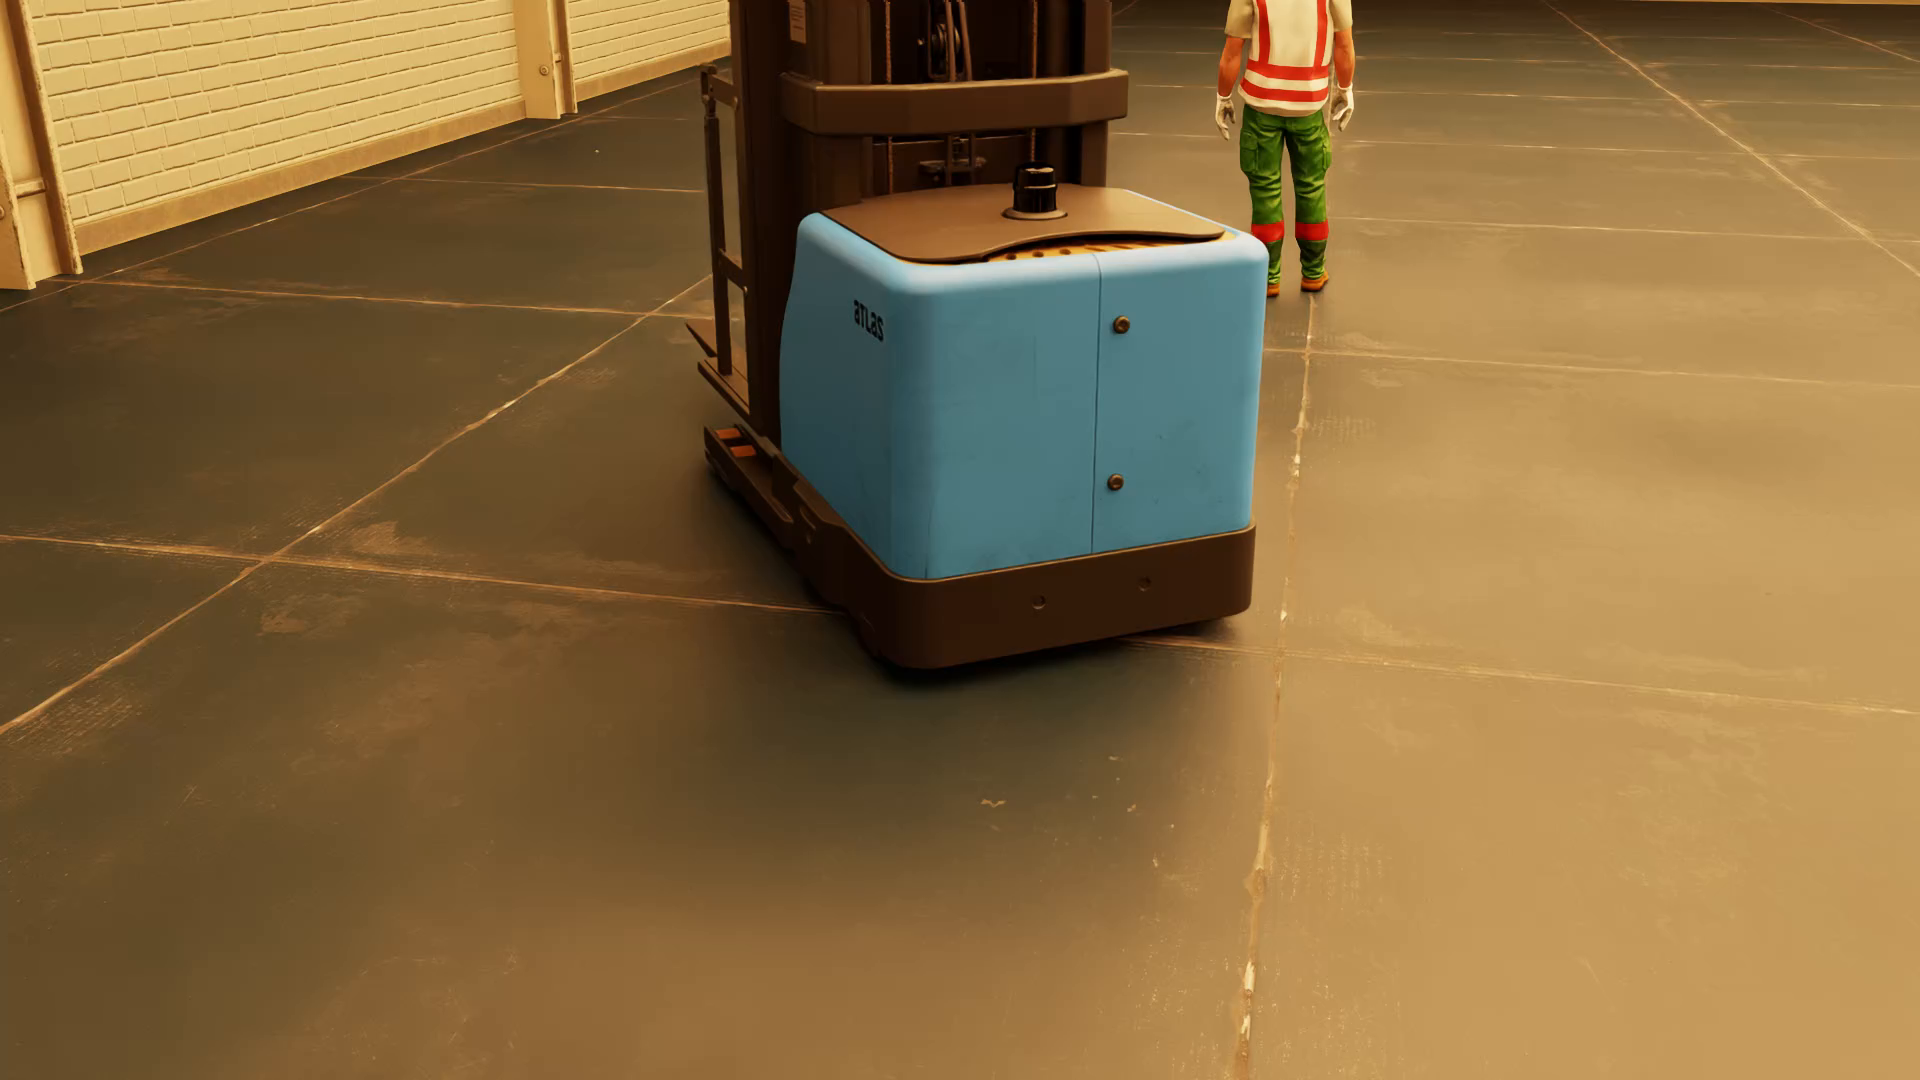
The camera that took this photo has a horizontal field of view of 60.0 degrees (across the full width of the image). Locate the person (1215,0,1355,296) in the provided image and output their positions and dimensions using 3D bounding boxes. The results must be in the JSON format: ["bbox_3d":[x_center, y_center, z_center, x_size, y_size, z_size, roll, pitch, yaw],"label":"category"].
[{"bbox_3d":[1.515,-2.052,7.793,0.638,1.787,0.564,1,22,4],"label":"person"}]

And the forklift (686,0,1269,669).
[{"bbox_3d":[-0.227,-1.558,5.088,1.130,2.935,3.031,-9,24,-20],"label":"forklift"}]
